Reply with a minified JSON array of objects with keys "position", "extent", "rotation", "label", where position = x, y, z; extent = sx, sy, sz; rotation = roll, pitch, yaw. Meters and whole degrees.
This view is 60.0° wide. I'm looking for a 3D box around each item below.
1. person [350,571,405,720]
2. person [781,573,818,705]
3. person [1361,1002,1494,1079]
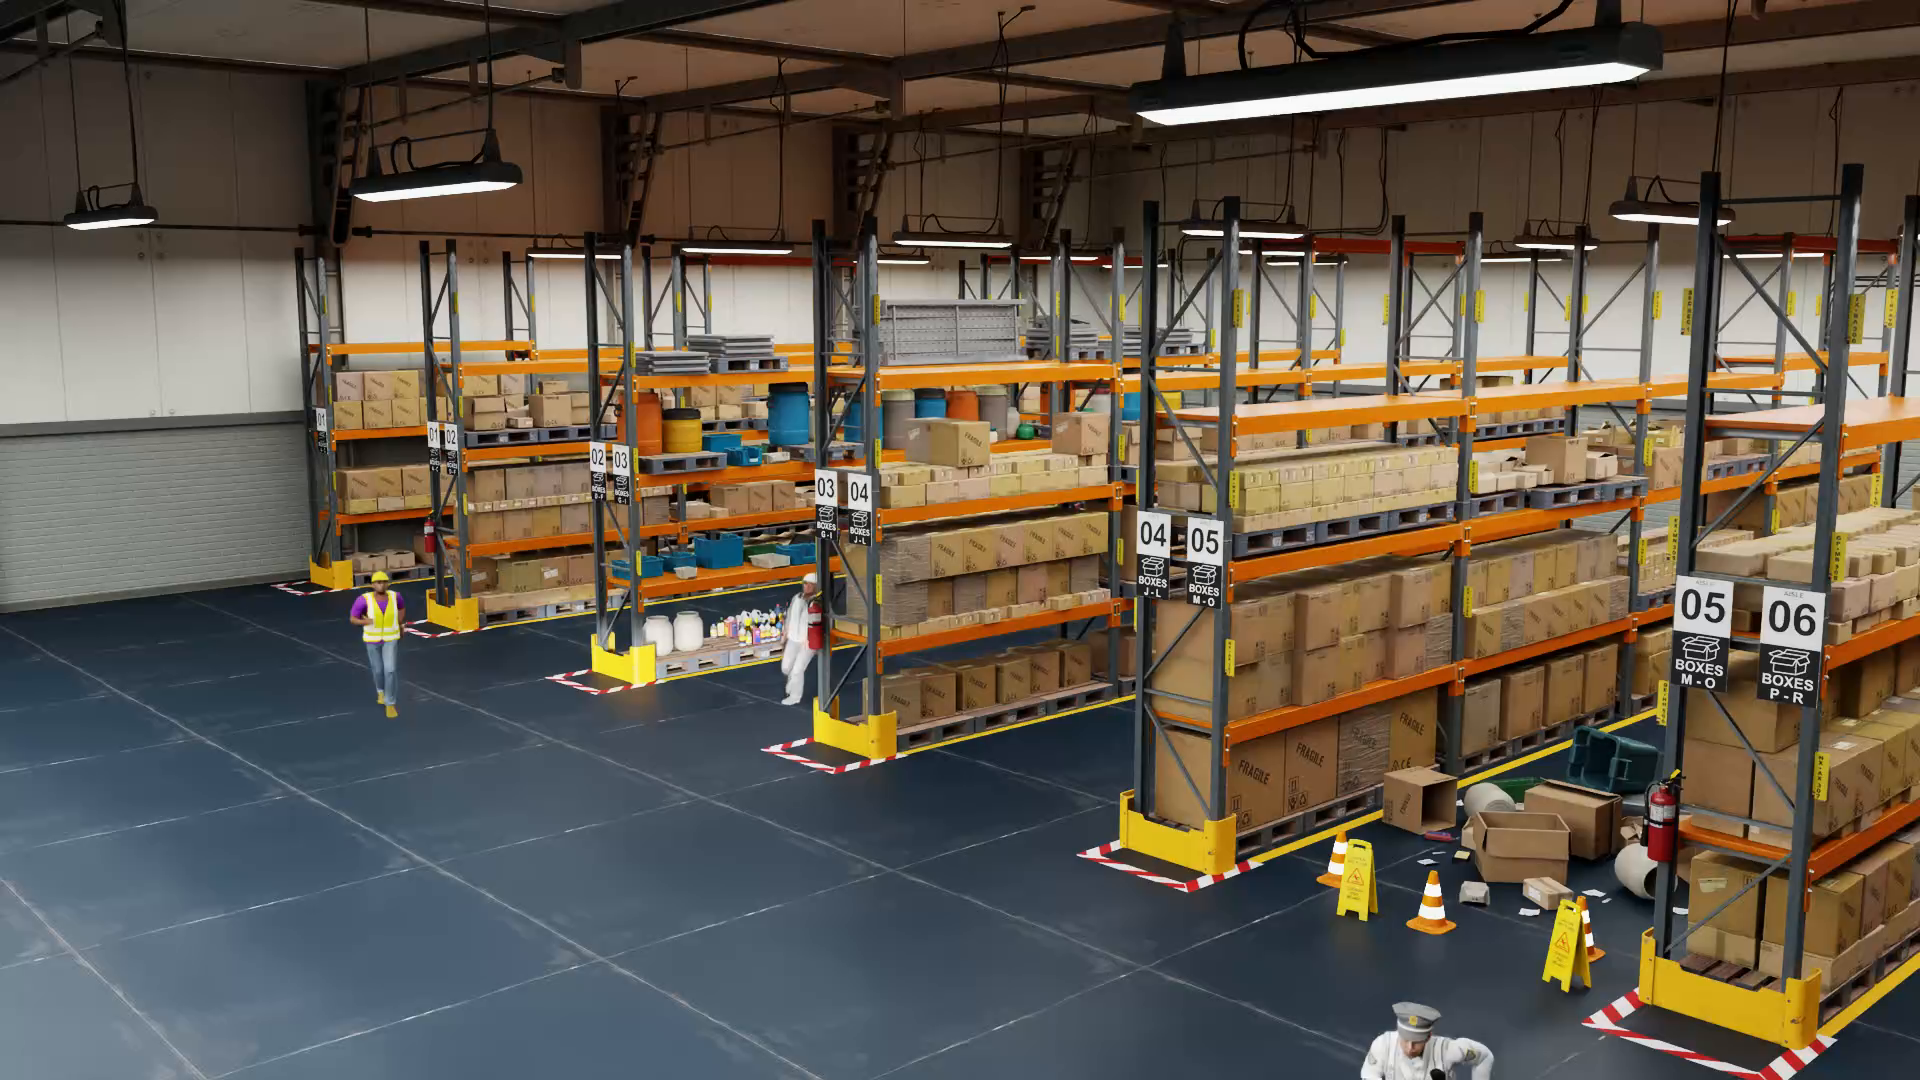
[{"position":[-7.215,1.273,20.665],"extent":[0.670,1.808,0.869],"rotation":[-3,9,-22],"label":"person"},{"position":[-1.978,1.260,20.987],"extent":[0.684,1.700,0.527],"rotation":[3,9,22],"label":"person"},{"position":[2.495,3.127,8.877],"extent":[0.658,1.625,0.967],"rotation":[4,9,25],"label":"person"}]
